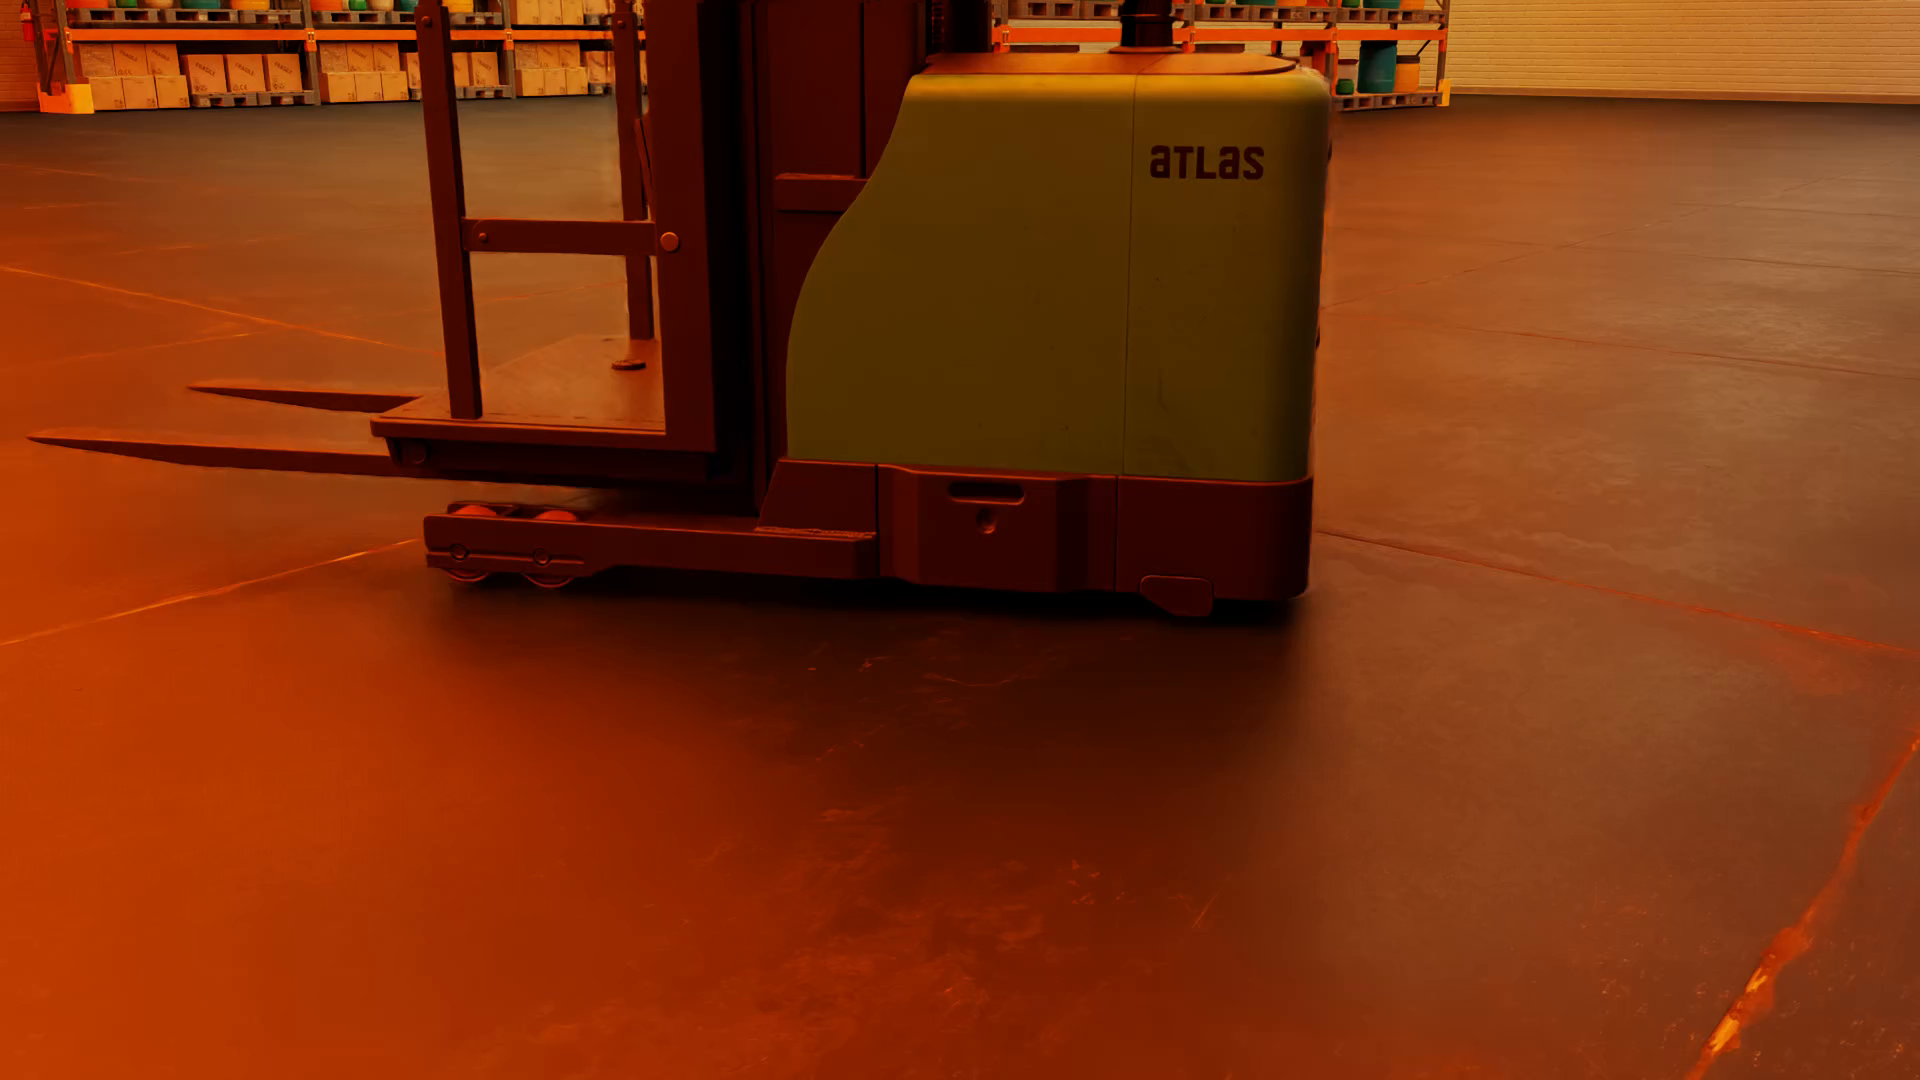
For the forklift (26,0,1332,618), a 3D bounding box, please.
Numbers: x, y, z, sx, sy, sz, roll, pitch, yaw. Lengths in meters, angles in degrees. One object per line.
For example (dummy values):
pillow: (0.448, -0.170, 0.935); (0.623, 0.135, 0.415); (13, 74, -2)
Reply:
forklift: (-0.696, -1.444, 3.653); (3.031, 2.935, 1.130); (3, 17, 11)
